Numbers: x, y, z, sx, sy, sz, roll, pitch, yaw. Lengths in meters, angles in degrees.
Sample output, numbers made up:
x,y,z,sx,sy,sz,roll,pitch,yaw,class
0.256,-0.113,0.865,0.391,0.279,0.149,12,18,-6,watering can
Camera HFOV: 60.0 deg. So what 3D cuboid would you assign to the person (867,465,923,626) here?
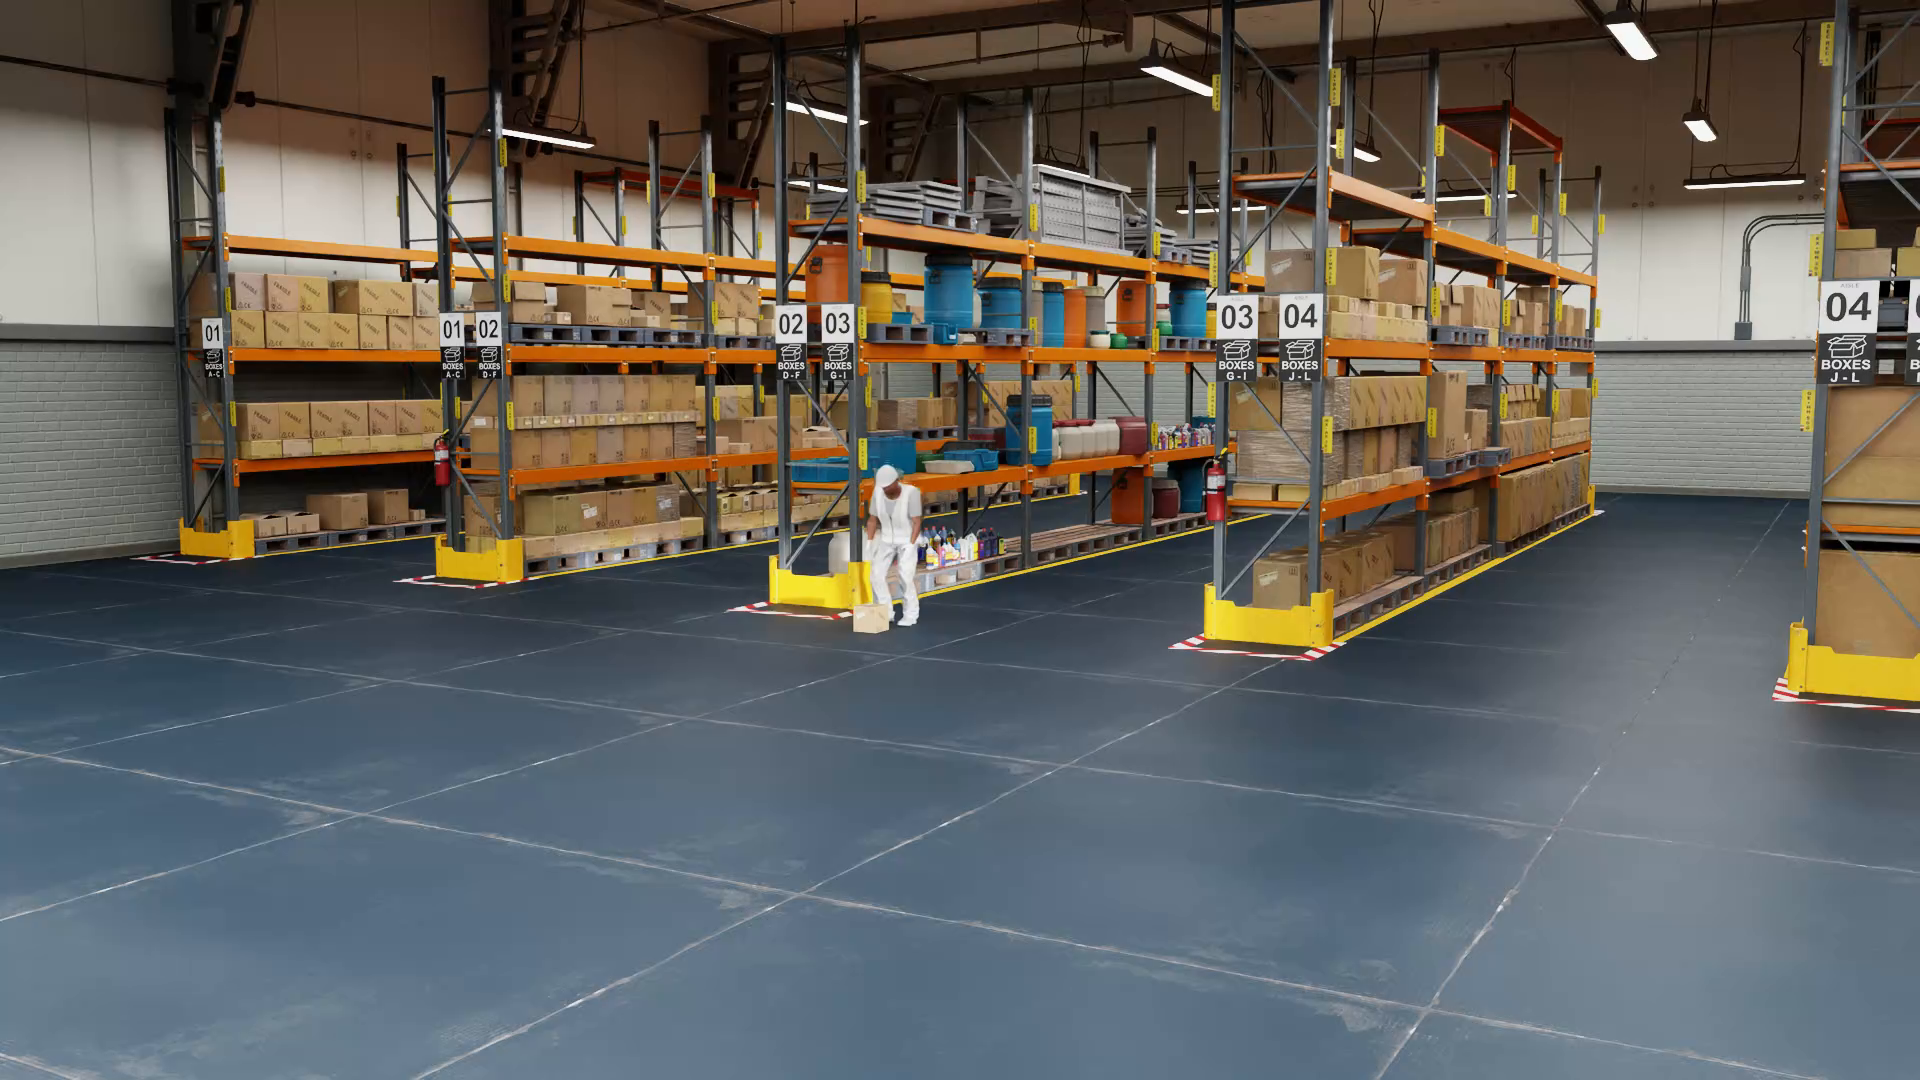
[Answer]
x,y,z,sx,sy,sz,roll,pitch,yaw,class
-0.622,0.046,16.433,0.601,1.601,0.629,3,7,29,person
